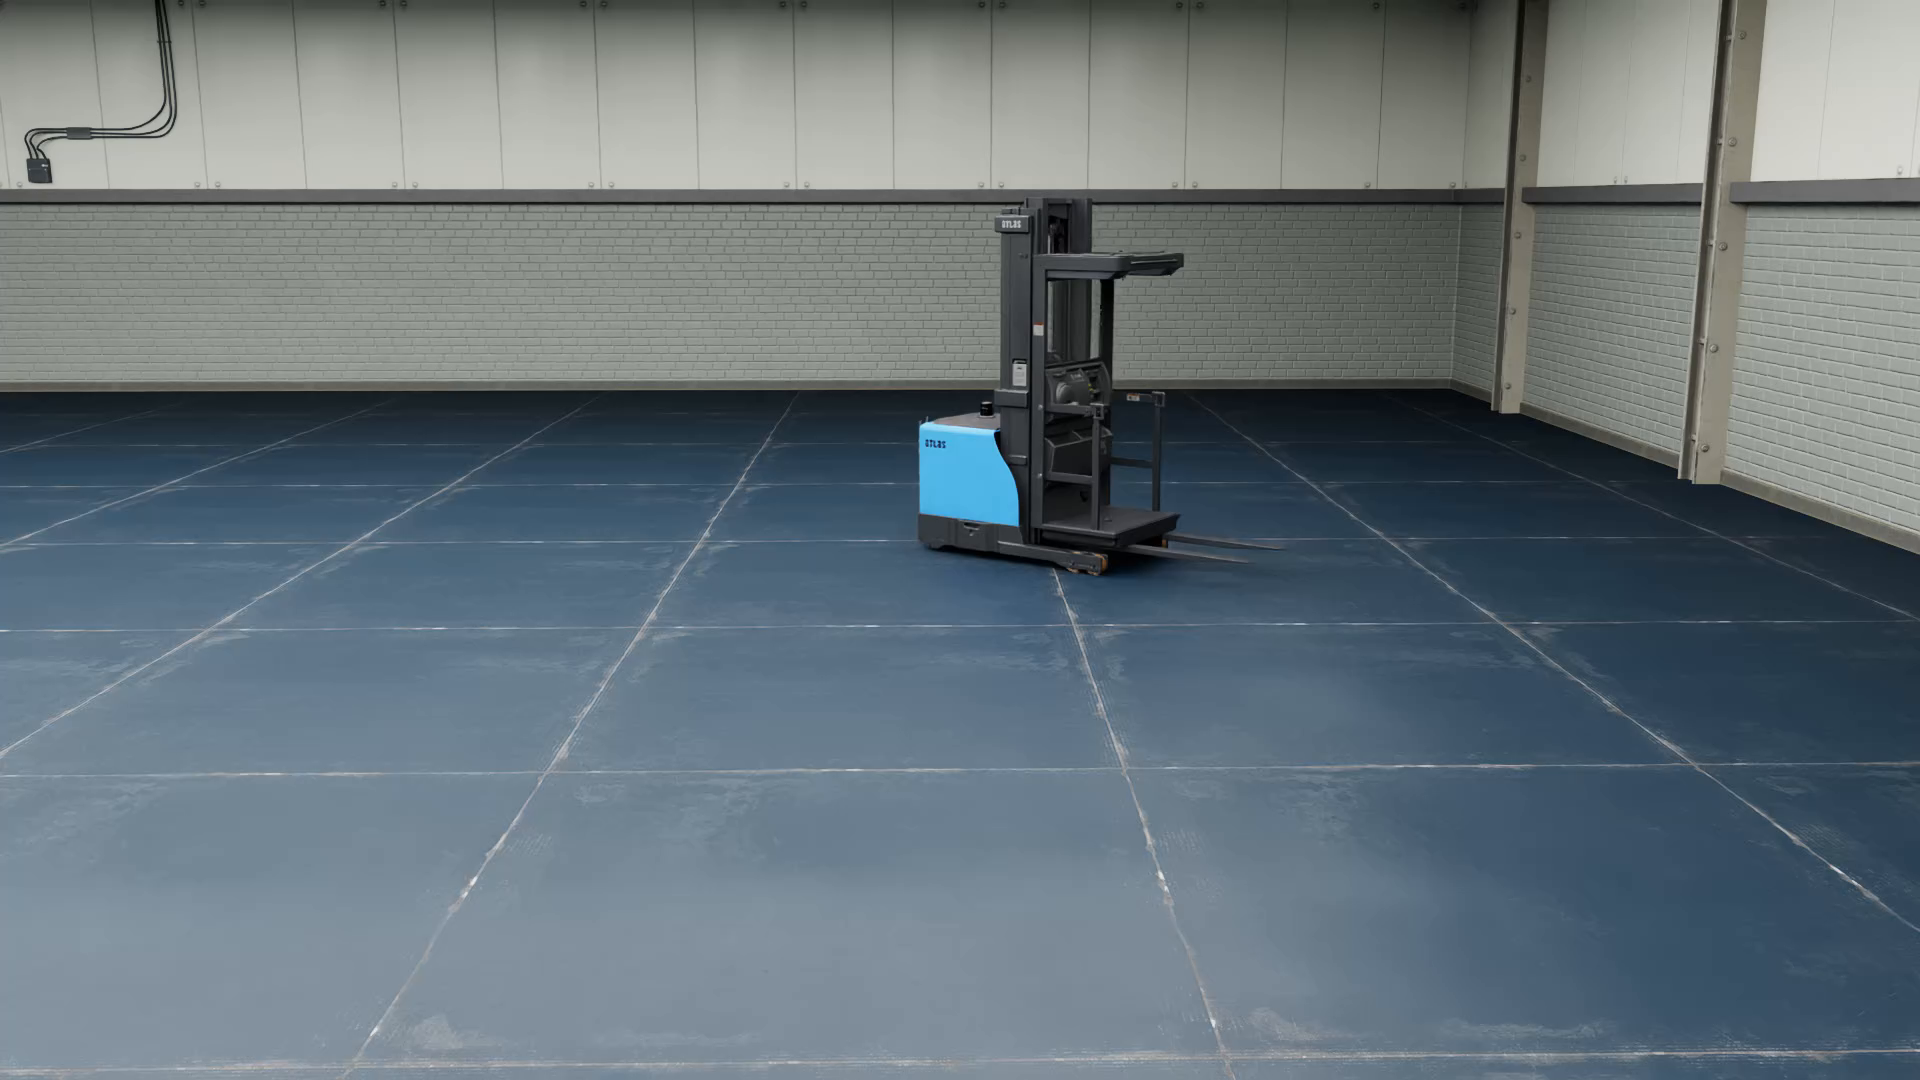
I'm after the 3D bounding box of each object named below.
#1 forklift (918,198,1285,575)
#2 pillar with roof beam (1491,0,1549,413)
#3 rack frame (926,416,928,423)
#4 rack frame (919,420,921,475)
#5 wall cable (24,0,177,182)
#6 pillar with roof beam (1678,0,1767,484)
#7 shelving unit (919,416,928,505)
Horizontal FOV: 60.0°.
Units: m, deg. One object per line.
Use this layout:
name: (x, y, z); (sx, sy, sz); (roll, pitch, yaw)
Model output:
forklift: (1.140, -1.276, 13.476); (3.031, 2.935, 1.130); (8, 14, 35)
pillar with roof beam: (3.425, -6.211, 22.543); (9.100, 9.000, 0.400); (0, 11, -1)
rack frame: (-0.200, -0.569, 14.725); (0.200, 1.050, 0.008); (3, 12, 13)
rack frame: (-0.255, -0.522, 14.492); (0.200, 1.050, 0.008); (3, 12, 13)
wall cable: (-13.011, -8.393, 24.744); (2.305, 6.003, 0.169); (0, 11, -1)
pillar with roof beam: (3.549, -5.019, 16.664); (9.100, 9.000, 0.400); (0, 11, -1)
shelving unit: (-0.228, -0.546, 14.609); (0.215, 1.050, 0.252); (3, 12, 13)
